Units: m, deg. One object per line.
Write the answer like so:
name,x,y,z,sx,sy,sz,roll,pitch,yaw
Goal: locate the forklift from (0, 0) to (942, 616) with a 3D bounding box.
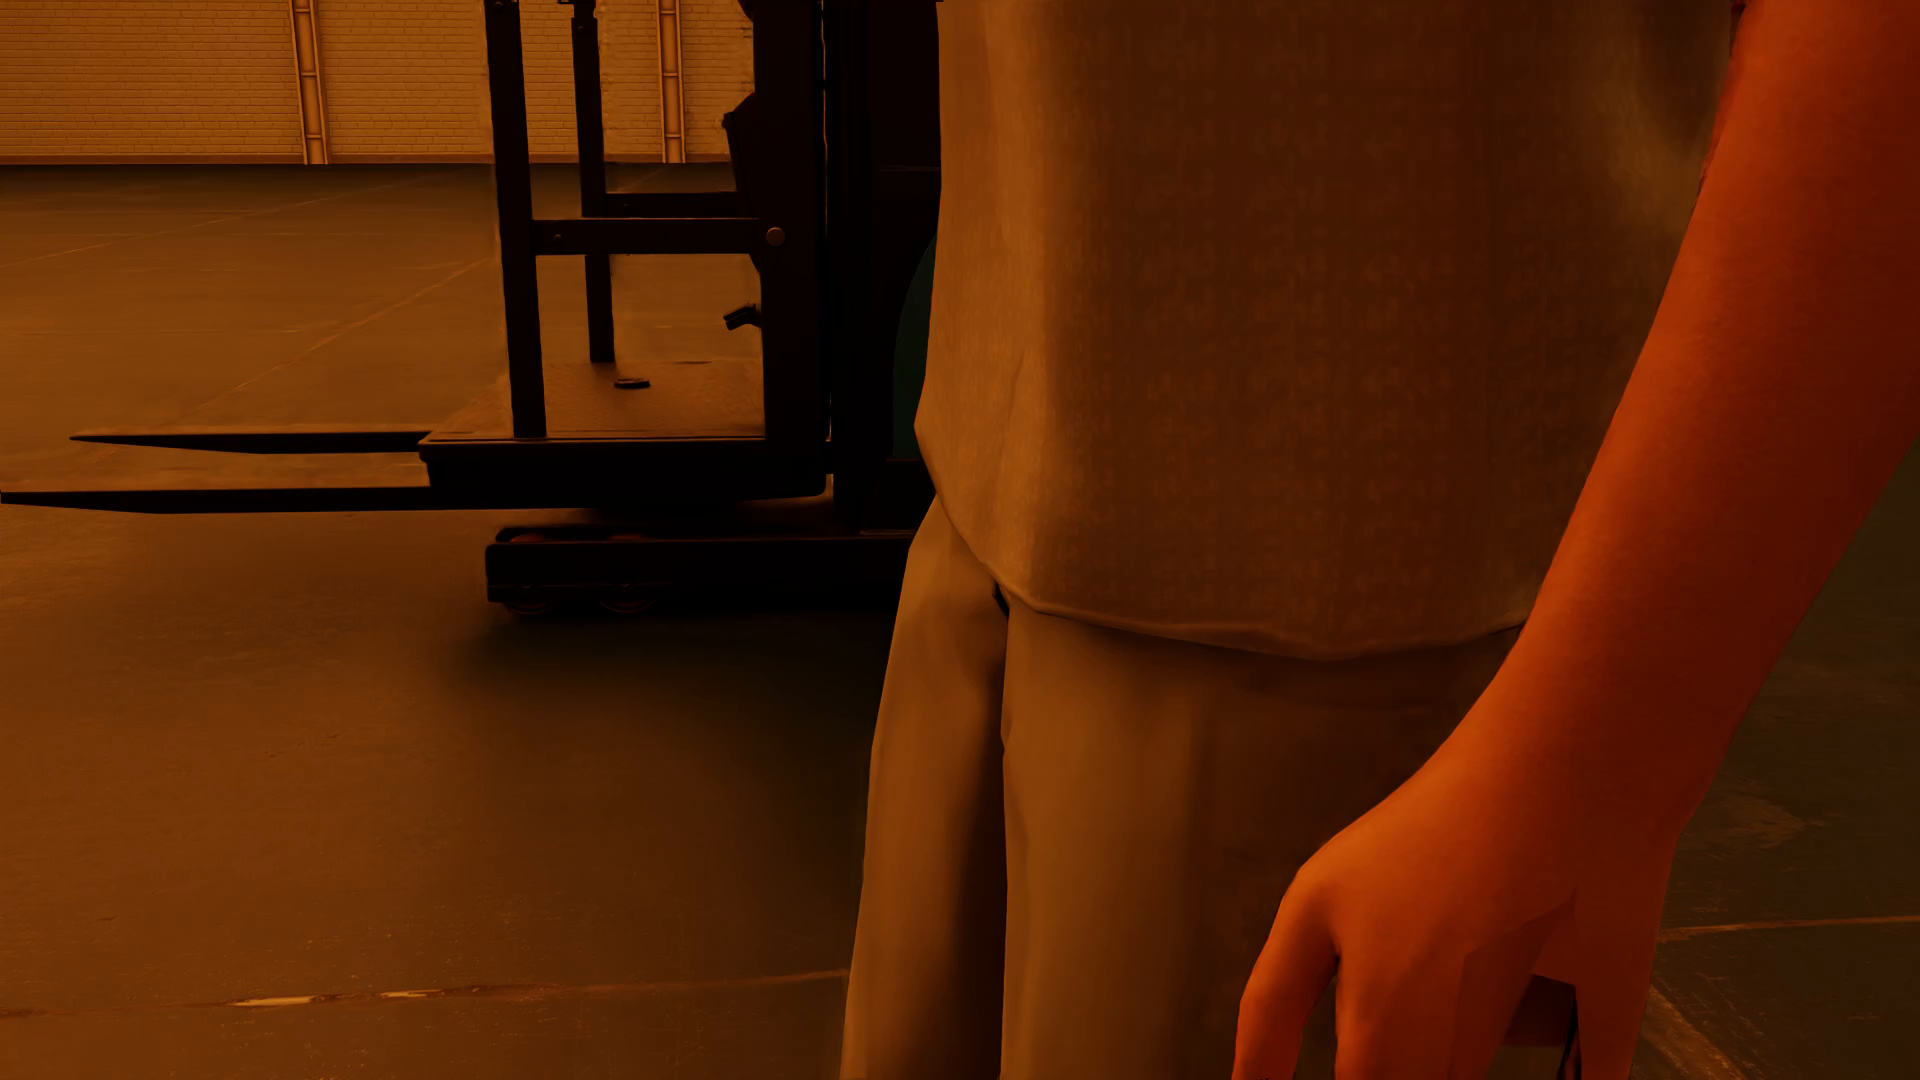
forklift,-0.618,-1.403,3.509,3.031,2.935,1.130,-1,15,-3
